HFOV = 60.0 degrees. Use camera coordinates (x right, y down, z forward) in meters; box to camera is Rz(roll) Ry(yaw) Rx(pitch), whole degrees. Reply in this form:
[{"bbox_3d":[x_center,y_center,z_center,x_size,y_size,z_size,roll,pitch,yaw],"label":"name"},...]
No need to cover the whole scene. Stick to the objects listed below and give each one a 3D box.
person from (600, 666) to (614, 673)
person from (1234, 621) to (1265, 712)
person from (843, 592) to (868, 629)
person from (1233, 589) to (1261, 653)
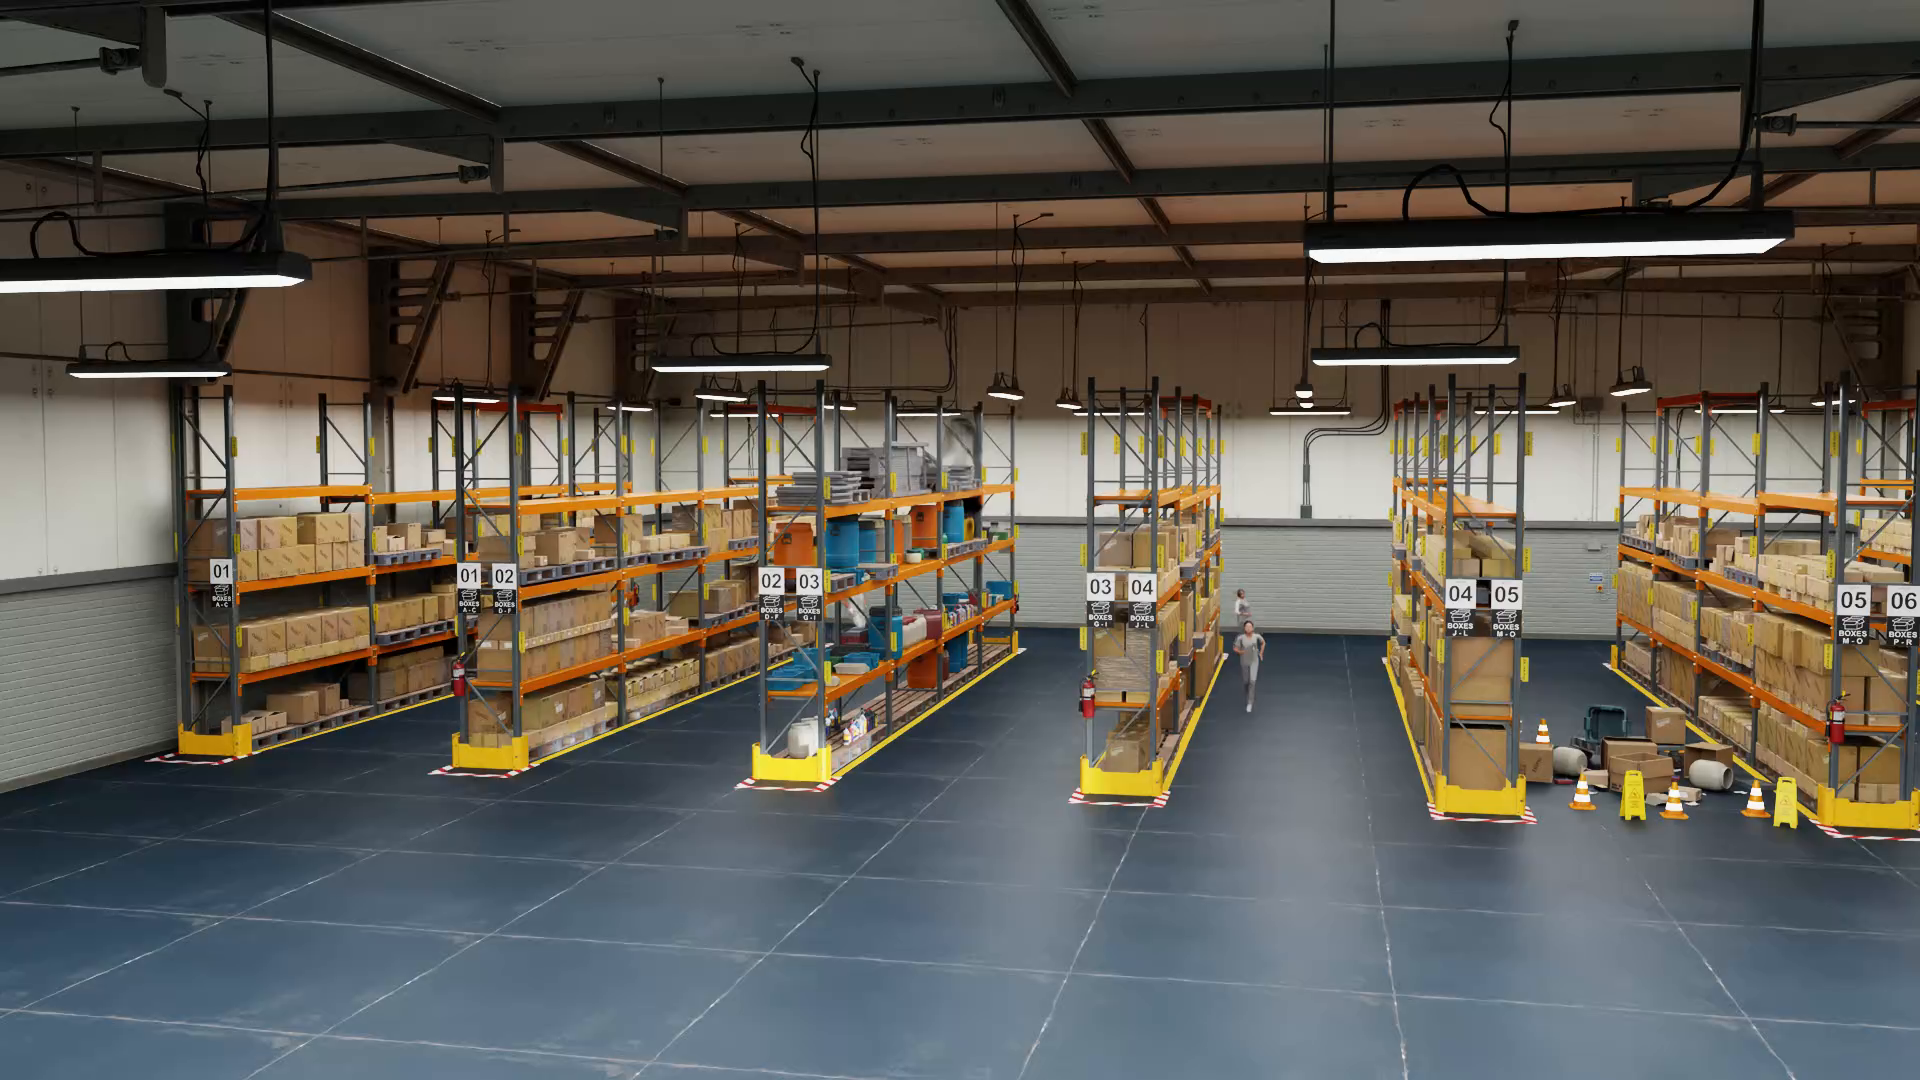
[{"bbox_3d":[-7.567,2.212,35.240,0.591,1.629,0.577,1,3,14],"label":"person"},{"bbox_3d":[5.539,2.389,31.825,0.574,1.701,0.939,1,3,13],"label":"person"},{"bbox_3d":[-2.612,1.803,41.905,0.666,1.728,0.570,-2,4,-32],"label":"person"},{"bbox_3d":[6.859,1.966,40.232,0.725,1.557,0.560,3,4,38],"label":"person"}]
